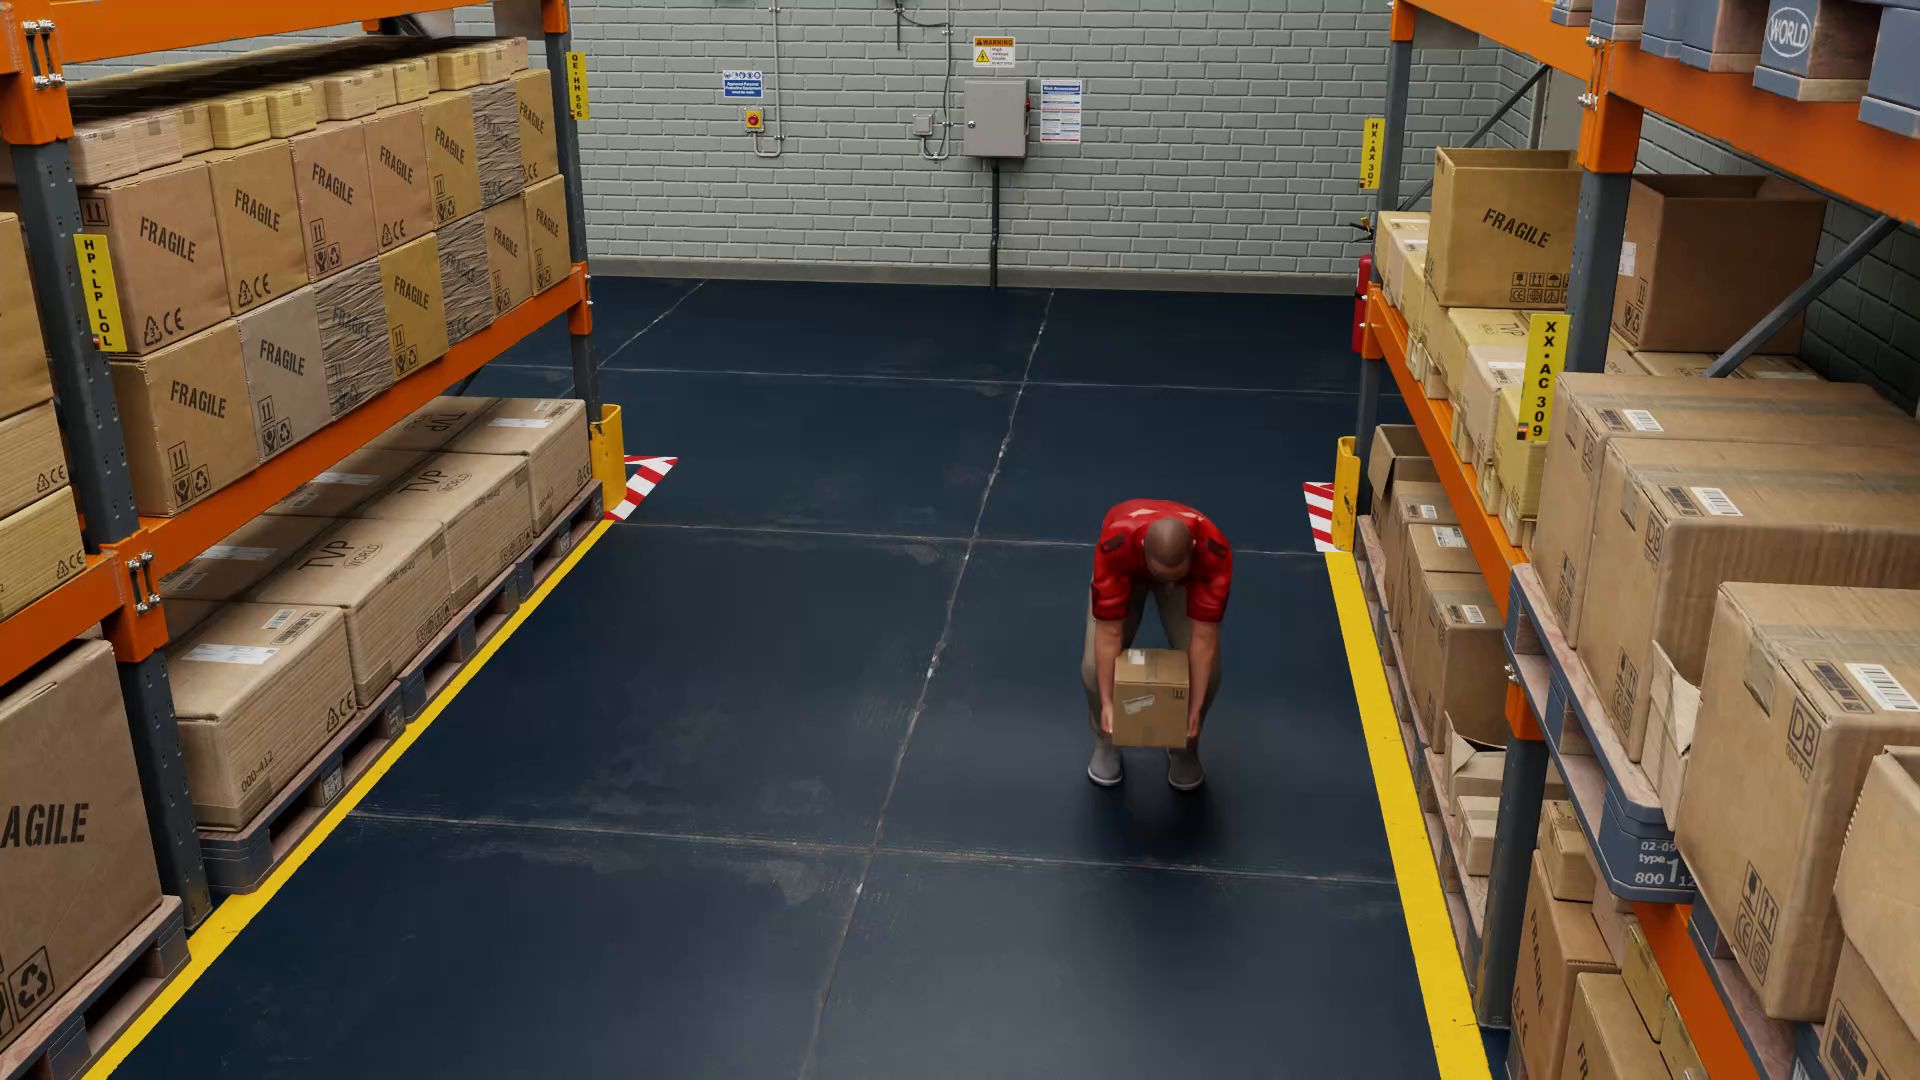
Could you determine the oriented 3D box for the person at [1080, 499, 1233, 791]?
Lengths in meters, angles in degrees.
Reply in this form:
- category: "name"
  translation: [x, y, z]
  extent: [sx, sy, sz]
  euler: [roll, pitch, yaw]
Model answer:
- category: "person"
  translation: [0.680, 0.369, 5.864]
  extent: [0.508, 1.213, 0.922]
  euler: [2, 21, 4]
